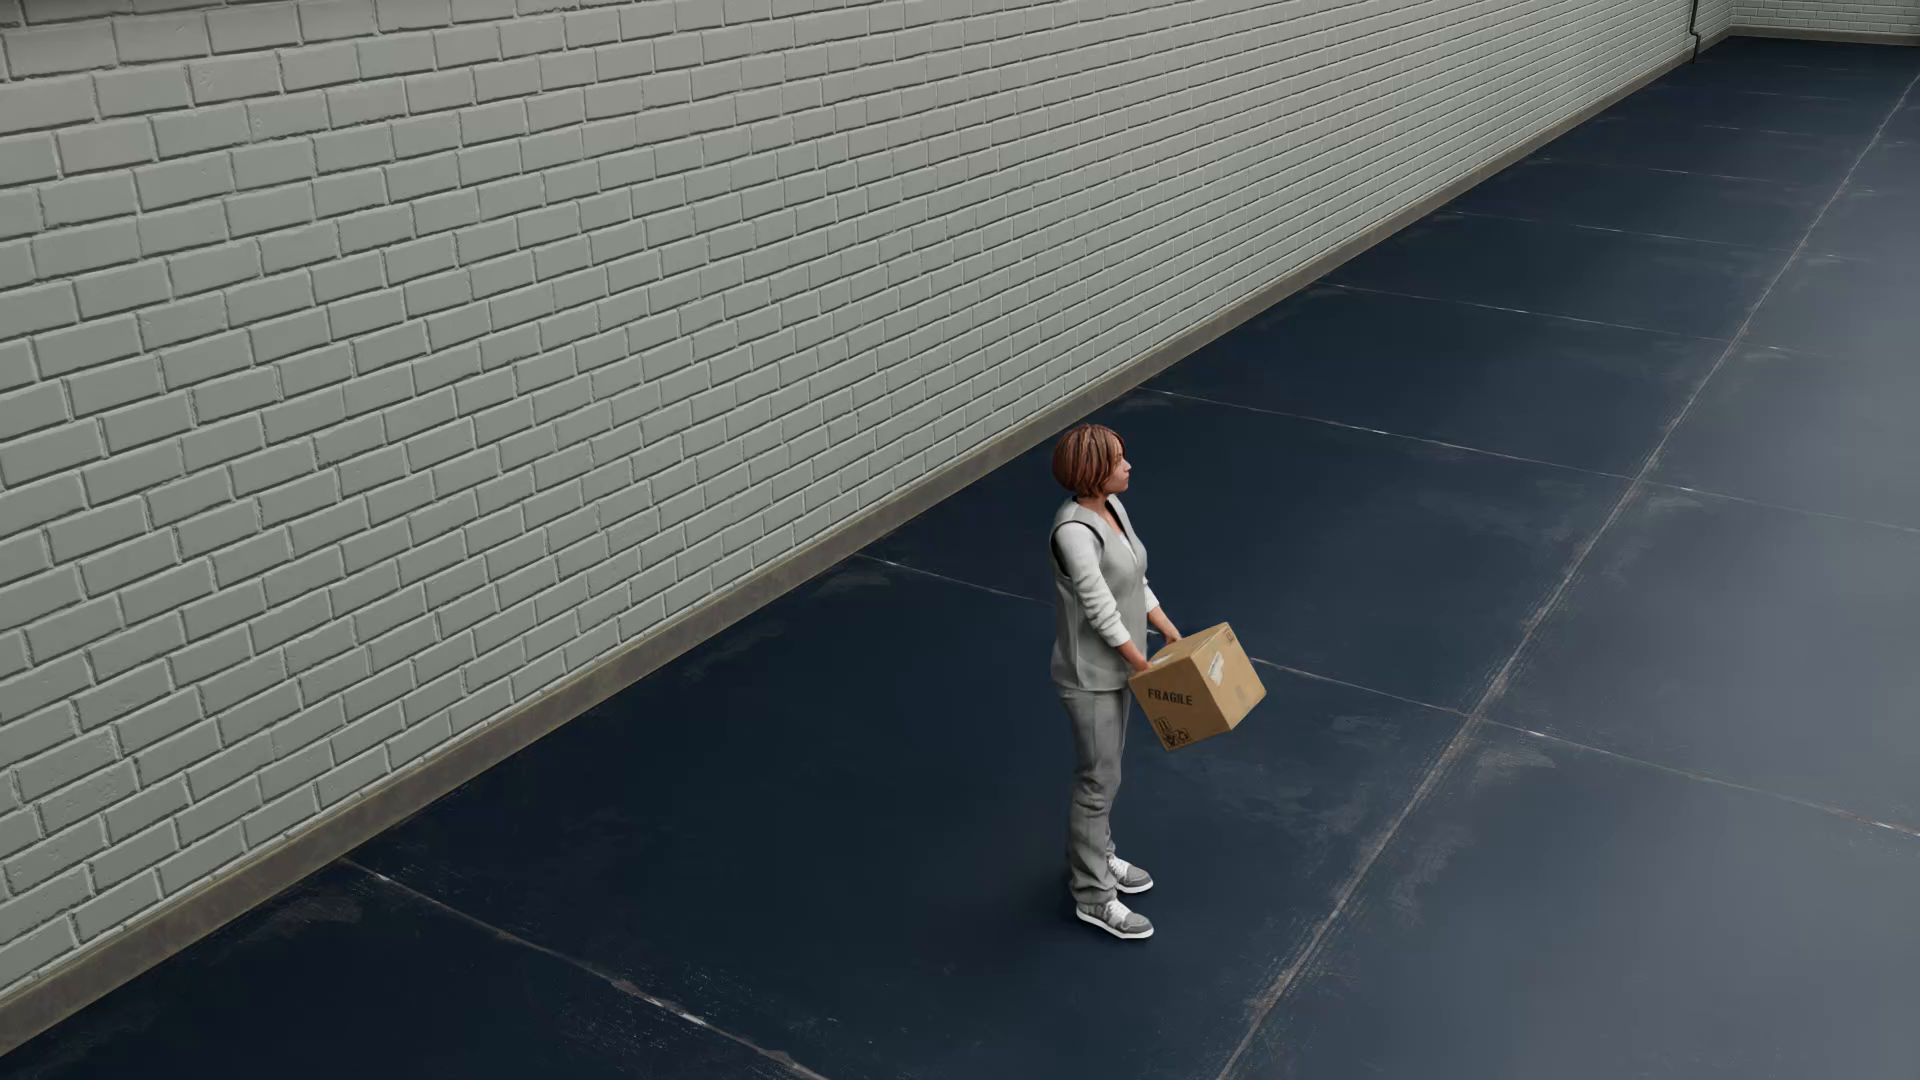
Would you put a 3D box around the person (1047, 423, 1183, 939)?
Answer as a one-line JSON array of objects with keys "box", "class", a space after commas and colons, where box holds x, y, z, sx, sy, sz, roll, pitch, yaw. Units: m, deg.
[{"box": [0.482, 0.422, 5.127, 0.450, 1.601, 0.466, 8, 25, 17], "class": "person"}]
